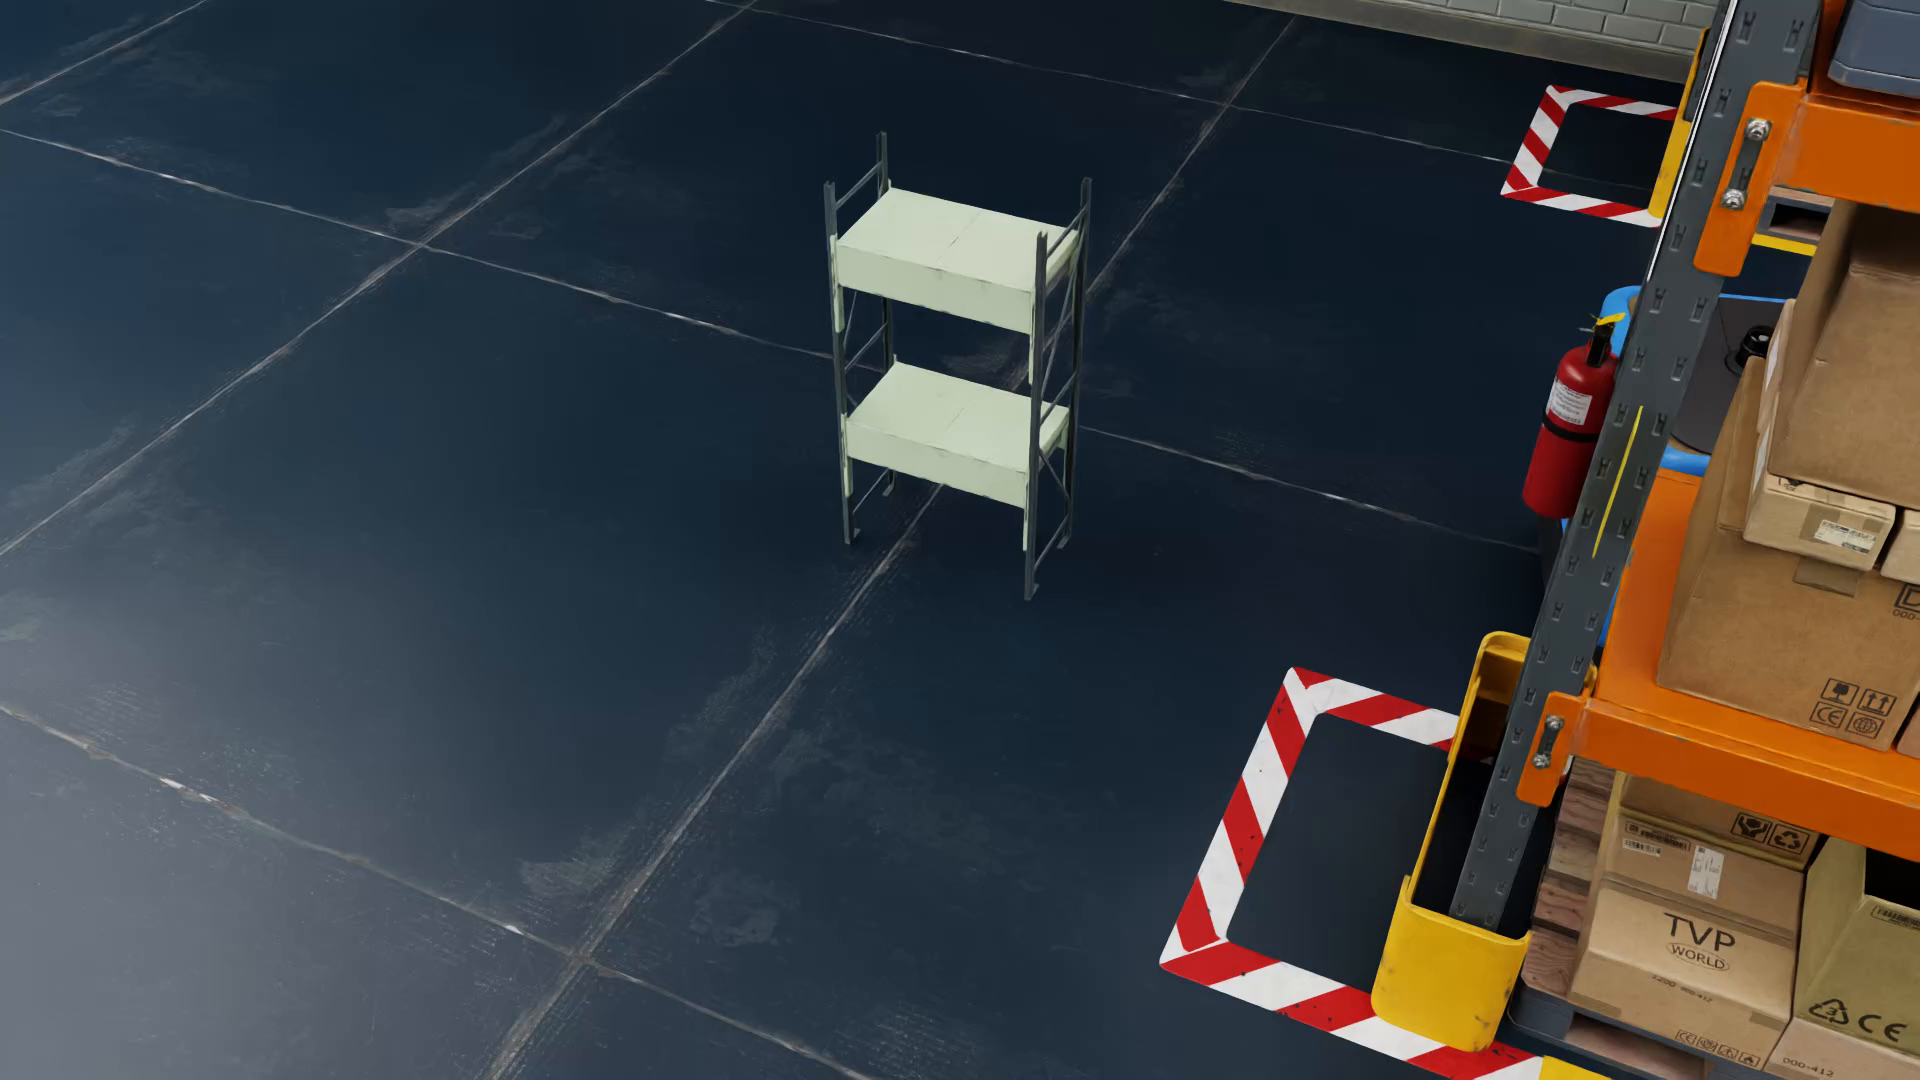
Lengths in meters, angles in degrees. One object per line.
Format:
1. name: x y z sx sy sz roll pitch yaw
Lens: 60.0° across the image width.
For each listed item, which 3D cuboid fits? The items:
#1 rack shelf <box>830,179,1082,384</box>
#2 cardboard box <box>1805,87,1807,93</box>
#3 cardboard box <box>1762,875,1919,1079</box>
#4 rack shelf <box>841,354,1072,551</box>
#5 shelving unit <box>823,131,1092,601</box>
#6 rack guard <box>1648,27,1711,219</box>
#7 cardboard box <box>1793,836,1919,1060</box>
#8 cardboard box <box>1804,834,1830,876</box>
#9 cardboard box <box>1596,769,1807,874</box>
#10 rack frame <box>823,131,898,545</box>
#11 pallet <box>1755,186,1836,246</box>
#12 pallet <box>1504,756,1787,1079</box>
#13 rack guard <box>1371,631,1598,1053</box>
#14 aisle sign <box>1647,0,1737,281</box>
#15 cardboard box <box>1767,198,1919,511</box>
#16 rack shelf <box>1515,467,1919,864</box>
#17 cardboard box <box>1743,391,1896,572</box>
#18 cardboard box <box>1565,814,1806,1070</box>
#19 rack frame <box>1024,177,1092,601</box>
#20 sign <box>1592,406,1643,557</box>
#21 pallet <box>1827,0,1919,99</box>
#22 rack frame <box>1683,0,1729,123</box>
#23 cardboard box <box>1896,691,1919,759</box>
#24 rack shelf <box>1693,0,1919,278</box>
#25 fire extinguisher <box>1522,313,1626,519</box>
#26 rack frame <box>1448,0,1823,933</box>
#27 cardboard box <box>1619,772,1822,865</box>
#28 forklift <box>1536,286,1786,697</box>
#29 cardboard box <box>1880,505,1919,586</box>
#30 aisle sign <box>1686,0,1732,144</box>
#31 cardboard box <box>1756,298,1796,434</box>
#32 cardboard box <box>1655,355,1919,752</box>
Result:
1. rack shelf: -0.006 -0.863 5.505 0.720 0.370 0.431 17 44 19
2. cardboard box: 4.251 -1.932 7.906 0.500 0.311 0.500 12 42 14
3. cardboard box: 2.418 1.212 4.341 0.500 0.250 0.500 17 44 19
4. rack shelf: -0.006 -0.322 5.974 0.720 0.370 0.431 17 44 19
5. shelving unit: -0.006 -0.569 5.761 0.755 1.500 0.431 17 44 19
6. rack guard: 3.731 -2.061 8.246 0.348 0.500 1.175 17 44 19
7. cardboard box: 2.417 0.929 4.094 0.500 0.500 0.500 17 44 19
8. cardboard box: 2.640 0.899 4.701 0.500 0.250 0.500 17 44 19
9. cardboard box: 2.182 0.768 4.852 0.500 0.250 0.500 17 44 19
10. rack frame: -0.338 -0.670 5.878 0.023 1.500 0.400 17 44 19
11. pallet: 4.453 -1.706 8.057 1.213 0.211 1.003 17 44 19
12. pallet: 2.282 1.155 4.756 1.213 0.211 1.003 17 44 19
13. rack guard: 1.550 0.853 4.885 0.348 0.500 1.175 17 44 19
14. aisle sign: 1.382 -0.904 3.018 0.004 0.787 0.394 17 44 19
15. cardboard box: 2.037 -0.462 3.426 0.500 0.500 0.700 17 44 19
16. rack shelf: 3.384 0.740 3.655 4.000 0.370 1.077 17 44 19
17. cardboard box: 1.836 -0.132 3.540 0.250 0.149 0.380 17 44 18
18. cardboard box: 1.963 1.075 4.498 0.500 0.250 0.500 17 44 19
19. rack frame: 0.326 -0.467 5.644 0.023 1.500 0.400 17 44 19
20. sign: 1.331 -0.115 3.371 0.005 0.325 0.100 17 44 19
21. pallet: 2.201 -0.974 2.861 1.213 0.211 1.003 17 44 19
22. rack frame: 3.662 -3.027 7.452 0.127 3.000 1.000 17 44 19
23. cardboard box: 2.467 0.156 3.703 0.500 0.500 0.700 18 44 20
24. rack shelf: 3.384 -0.393 2.673 4.000 0.370 1.077 17 44 19
25. fire extinguisher: 1.661 -0.365 4.440 0.183 0.674 0.296 17 44 19
26. rack frame: 1.571 -0.085 4.058 0.127 3.000 1.000 17 44 19
27. cardboard box: 2.183 0.483 4.608 0.500 0.500 0.500 17 44 19
28. forklift: 3.572 -0.683 4.801 3.031 2.935 1.130 7 41 8
29. cardboard box: 2.076 -0.060 3.458 0.250 0.149 0.380 16 43 18
30. aisle sign: 1.636 -1.260 3.429 0.004 0.787 0.394 17 44 19
31. cardboard box: 1.998 -0.376 3.822 0.250 0.149 0.380 16 44 18
32. cardboard box: 1.989 0.014 3.868 0.500 0.500 0.700 17 44 19
